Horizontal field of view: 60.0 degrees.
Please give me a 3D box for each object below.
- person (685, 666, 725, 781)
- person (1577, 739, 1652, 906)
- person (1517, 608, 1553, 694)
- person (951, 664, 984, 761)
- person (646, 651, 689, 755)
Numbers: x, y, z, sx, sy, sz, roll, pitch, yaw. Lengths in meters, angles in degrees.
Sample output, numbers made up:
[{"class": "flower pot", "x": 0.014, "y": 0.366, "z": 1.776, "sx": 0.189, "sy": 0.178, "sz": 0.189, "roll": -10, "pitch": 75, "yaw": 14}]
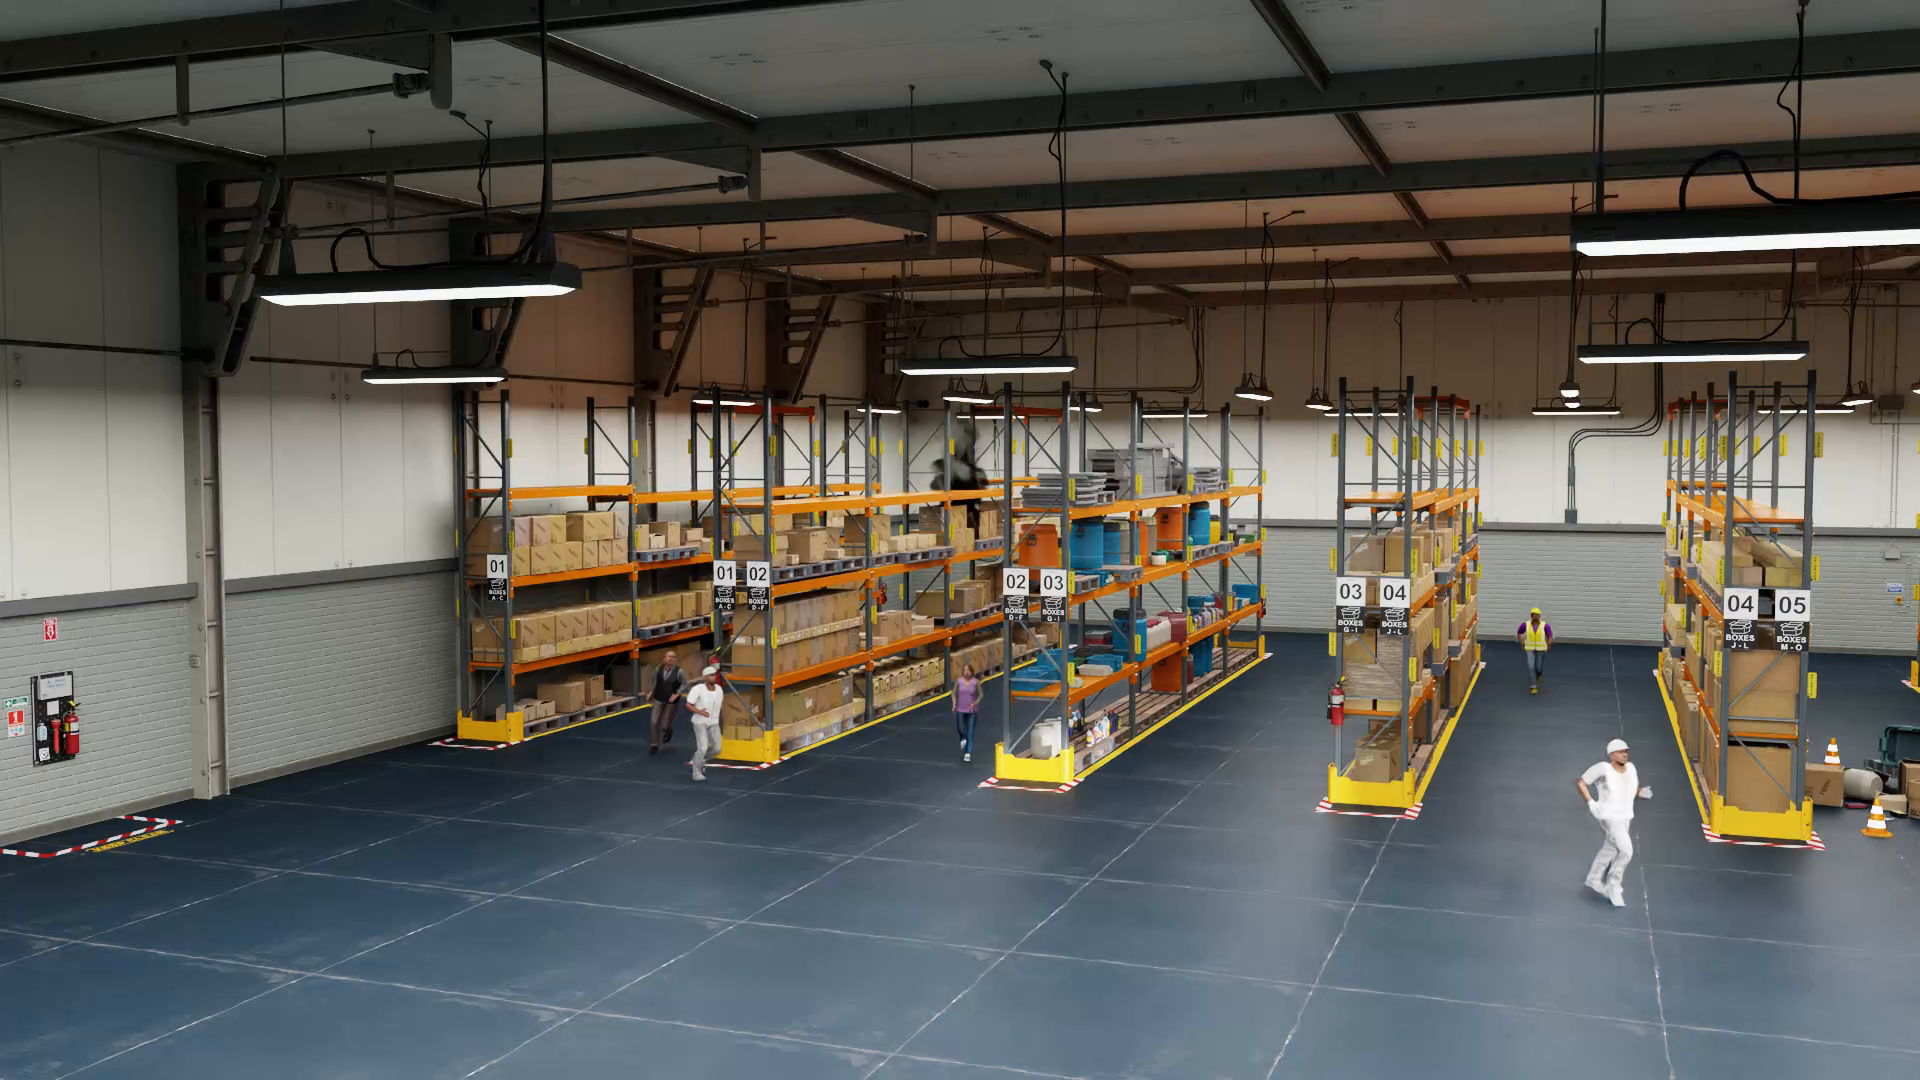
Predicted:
[{"class": "person", "x": -3.797, "y": 2.762, "z": 25.133, "sx": 0.740, "sy": 1.704, "sz": 0.612, "roll": -3, "pitch": 4, "yaw": -40}, {"class": "person", "x": 7.268, "y": 3.115, "z": 18.402, "sx": 0.644, "sy": 1.843, "sz": 0.762, "roll": -2, "pitch": 4, "yaw": -29}, {"class": "person", "x": 11.802, "y": 2.263, "z": 34.163, "sx": 0.700, "sy": 1.747, "sz": 0.796, "roll": 1, "pitch": 3, "yaw": 18}, {"class": "person", "x": 0.112, "y": 2.805, "z": 26.705, "sx": 0.536, "sy": 1.465, "sz": 0.544, "roll": 0, "pitch": 3, "yaw": 6}, {"class": "person", "x": -4.829, "y": 2.671, "z": 27.488, "sx": 0.698, "sy": 1.688, "sz": 0.712, "roll": 0, "pitch": 3, "yaw": 6}]
